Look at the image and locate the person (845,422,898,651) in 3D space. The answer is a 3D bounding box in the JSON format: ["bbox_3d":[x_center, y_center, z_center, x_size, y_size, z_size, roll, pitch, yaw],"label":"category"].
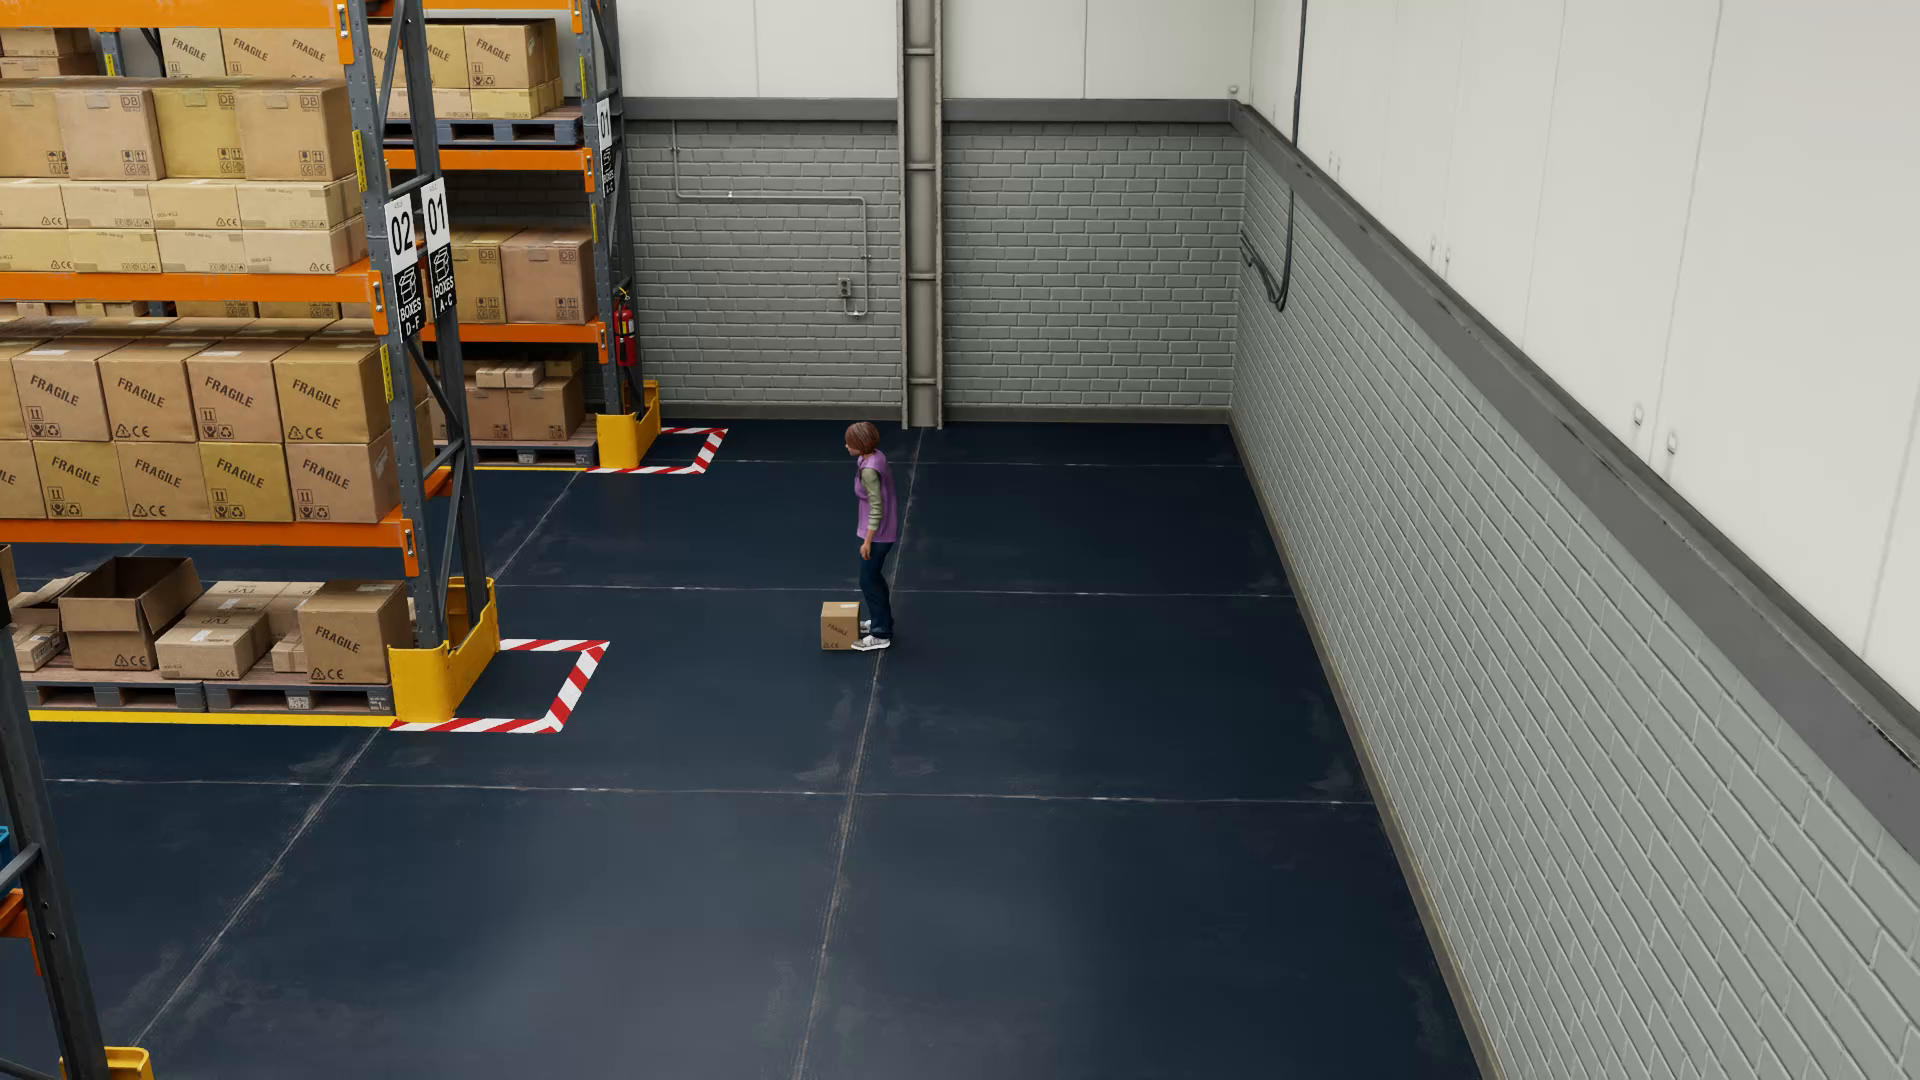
[{"bbox_3d":[-0.583,-0.037,11.190,0.340,1.594,0.483,0,21,-1],"label":"person"}]
